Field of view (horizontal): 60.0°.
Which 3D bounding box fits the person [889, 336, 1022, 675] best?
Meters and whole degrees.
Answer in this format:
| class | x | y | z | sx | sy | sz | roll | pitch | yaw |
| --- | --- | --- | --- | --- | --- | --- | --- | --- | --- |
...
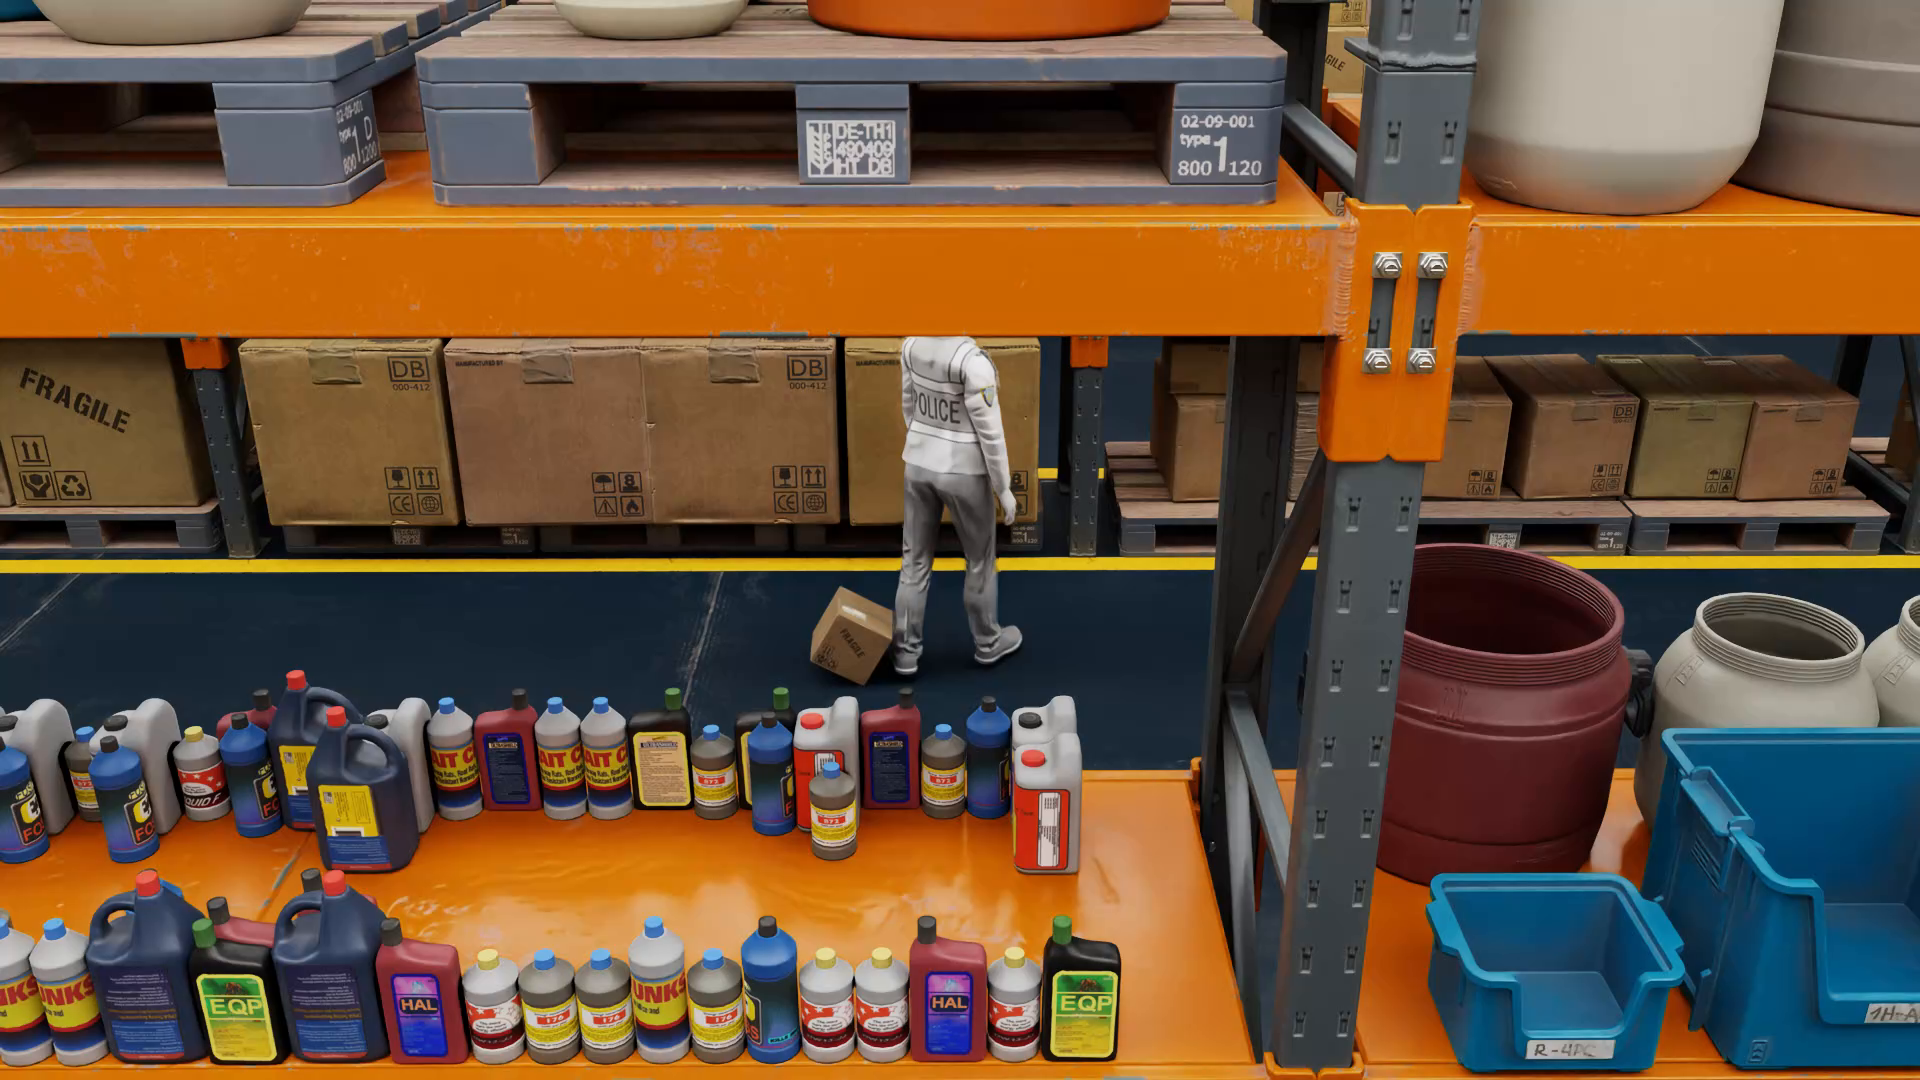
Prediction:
| class | x | y | z | sx | sy | sz | roll | pitch | yaw |
| --- | --- | --- | --- | --- | --- | --- | --- | --- | --- |
| person | -0.004 | -0.261 | 6.617 | 0.554 | 1.662 | 0.571 | 17 | 29 | 32 |
